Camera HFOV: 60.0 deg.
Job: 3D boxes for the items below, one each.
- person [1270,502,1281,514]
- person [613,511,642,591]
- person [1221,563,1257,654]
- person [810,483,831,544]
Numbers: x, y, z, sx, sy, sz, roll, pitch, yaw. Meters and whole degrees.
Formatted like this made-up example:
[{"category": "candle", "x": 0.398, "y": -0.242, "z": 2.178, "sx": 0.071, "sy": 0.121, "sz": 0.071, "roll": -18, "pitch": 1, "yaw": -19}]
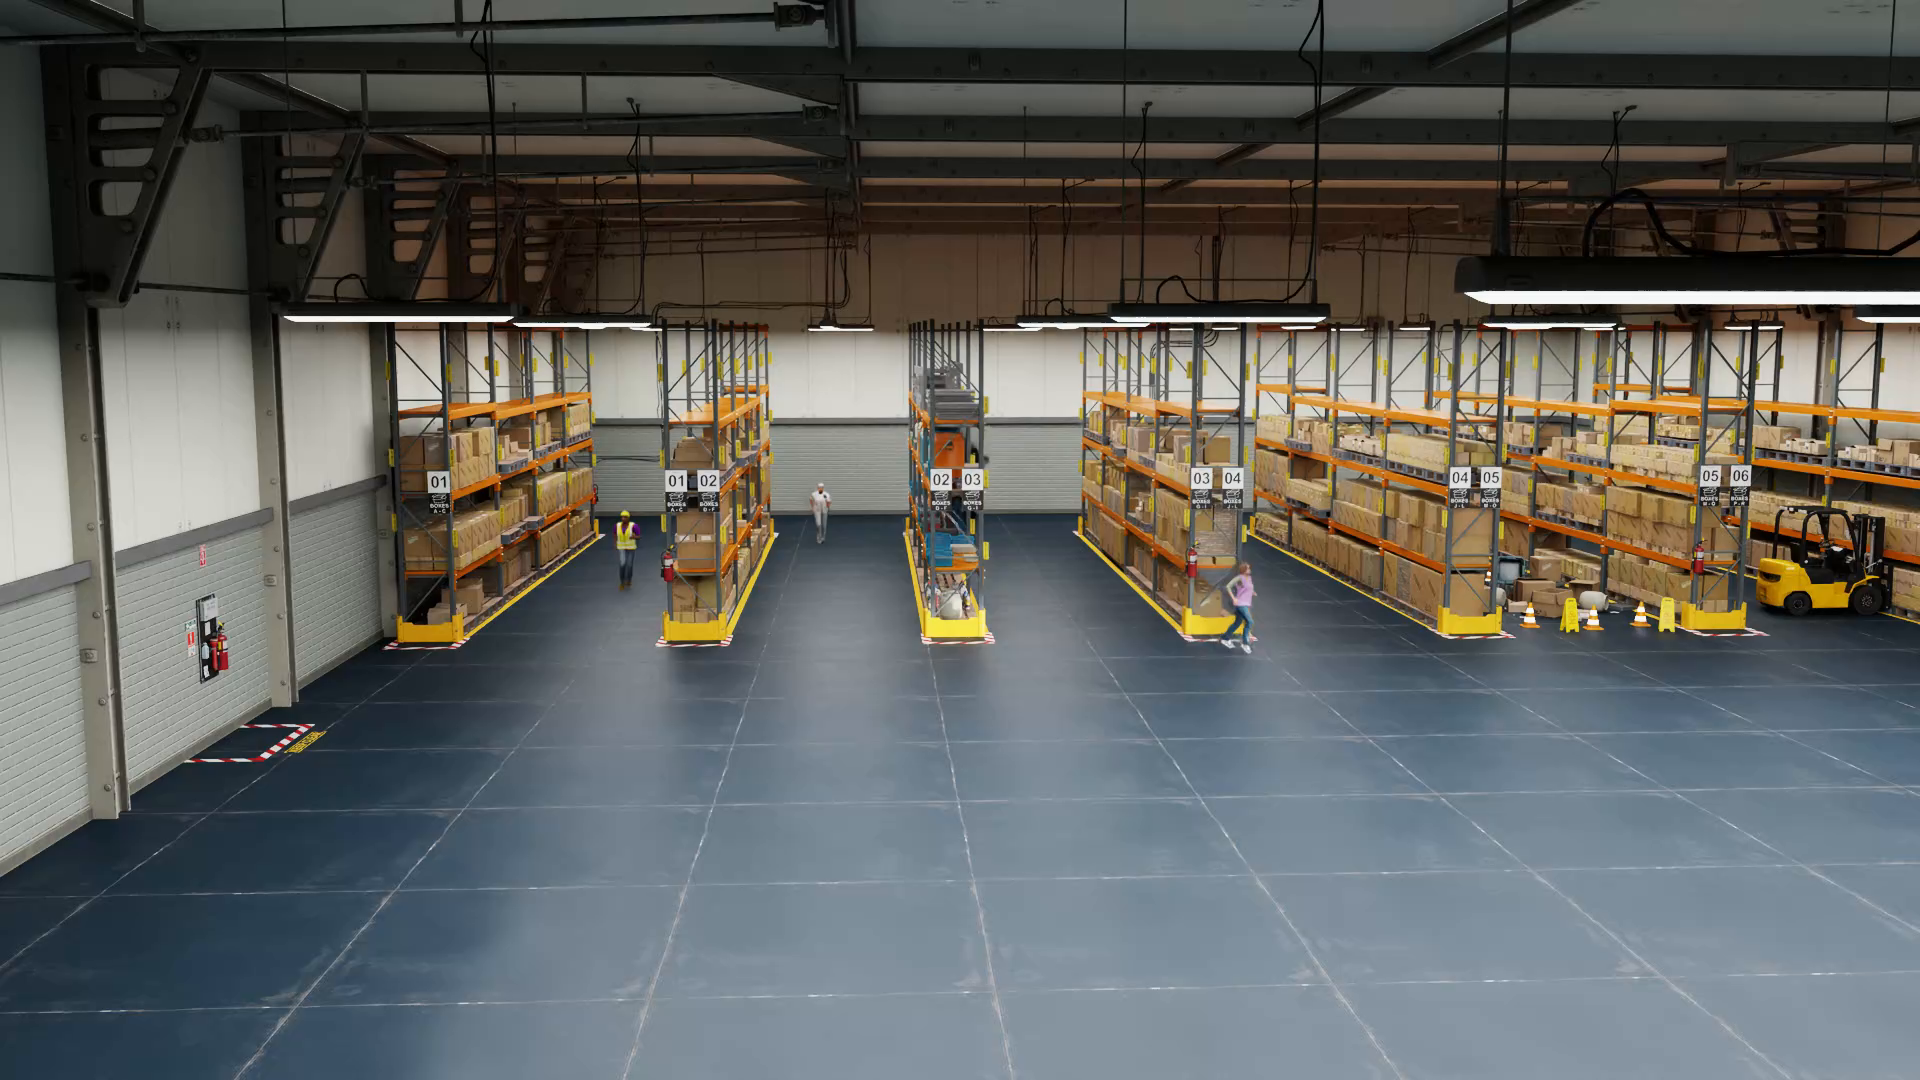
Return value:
[{"category": "person", "x": 9.470, "y": -1.222, "z": 49.295, "sx": 0.616, "sy": 1.749, "sz": 0.677, "roll": 1, "pitch": 7, "yaw": 6}, {"category": "person", "x": -7.489, "y": 0.250, "z": 37.421, "sx": 0.660, "sy": 1.828, "sz": 0.755, "roll": -1, "pitch": 7, "yaw": -6}, {"category": "person", "x": 5.081, "y": 1.217, "z": 30.181, "sx": 0.656, "sy": 1.638, "sz": 0.543, "roll": 4, "pitch": 8, "yaw": 31}, {"category": "person", "x": -3.825, "y": -0.722, "z": 45.779, "sx": 0.534, "sy": 1.710, "sz": 0.815, "roll": -2, "pitch": 7, "yaw": -17}]
